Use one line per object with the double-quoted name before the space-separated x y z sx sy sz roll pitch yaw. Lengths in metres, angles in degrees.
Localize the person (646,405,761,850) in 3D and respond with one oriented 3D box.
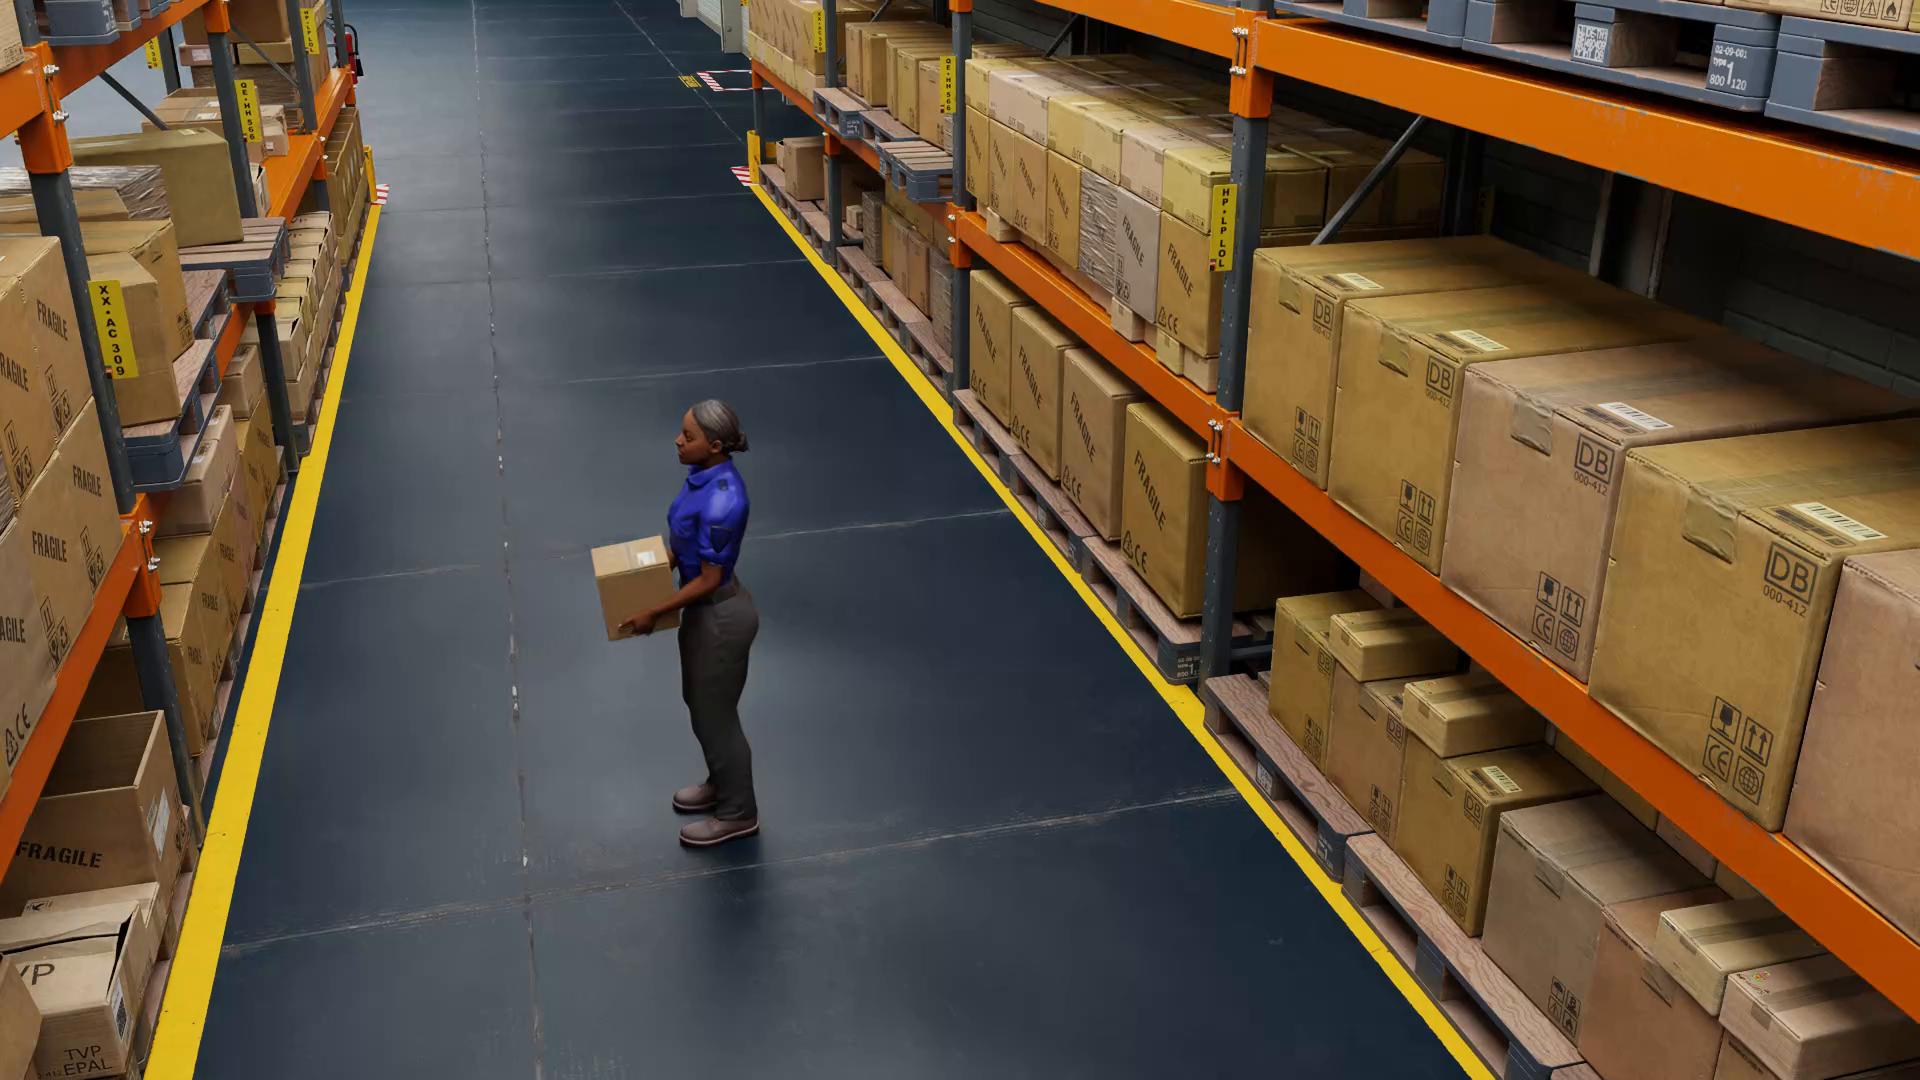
"person" -0.899 0.291 5.919 0.349 1.655 0.532 -8 24 -17
